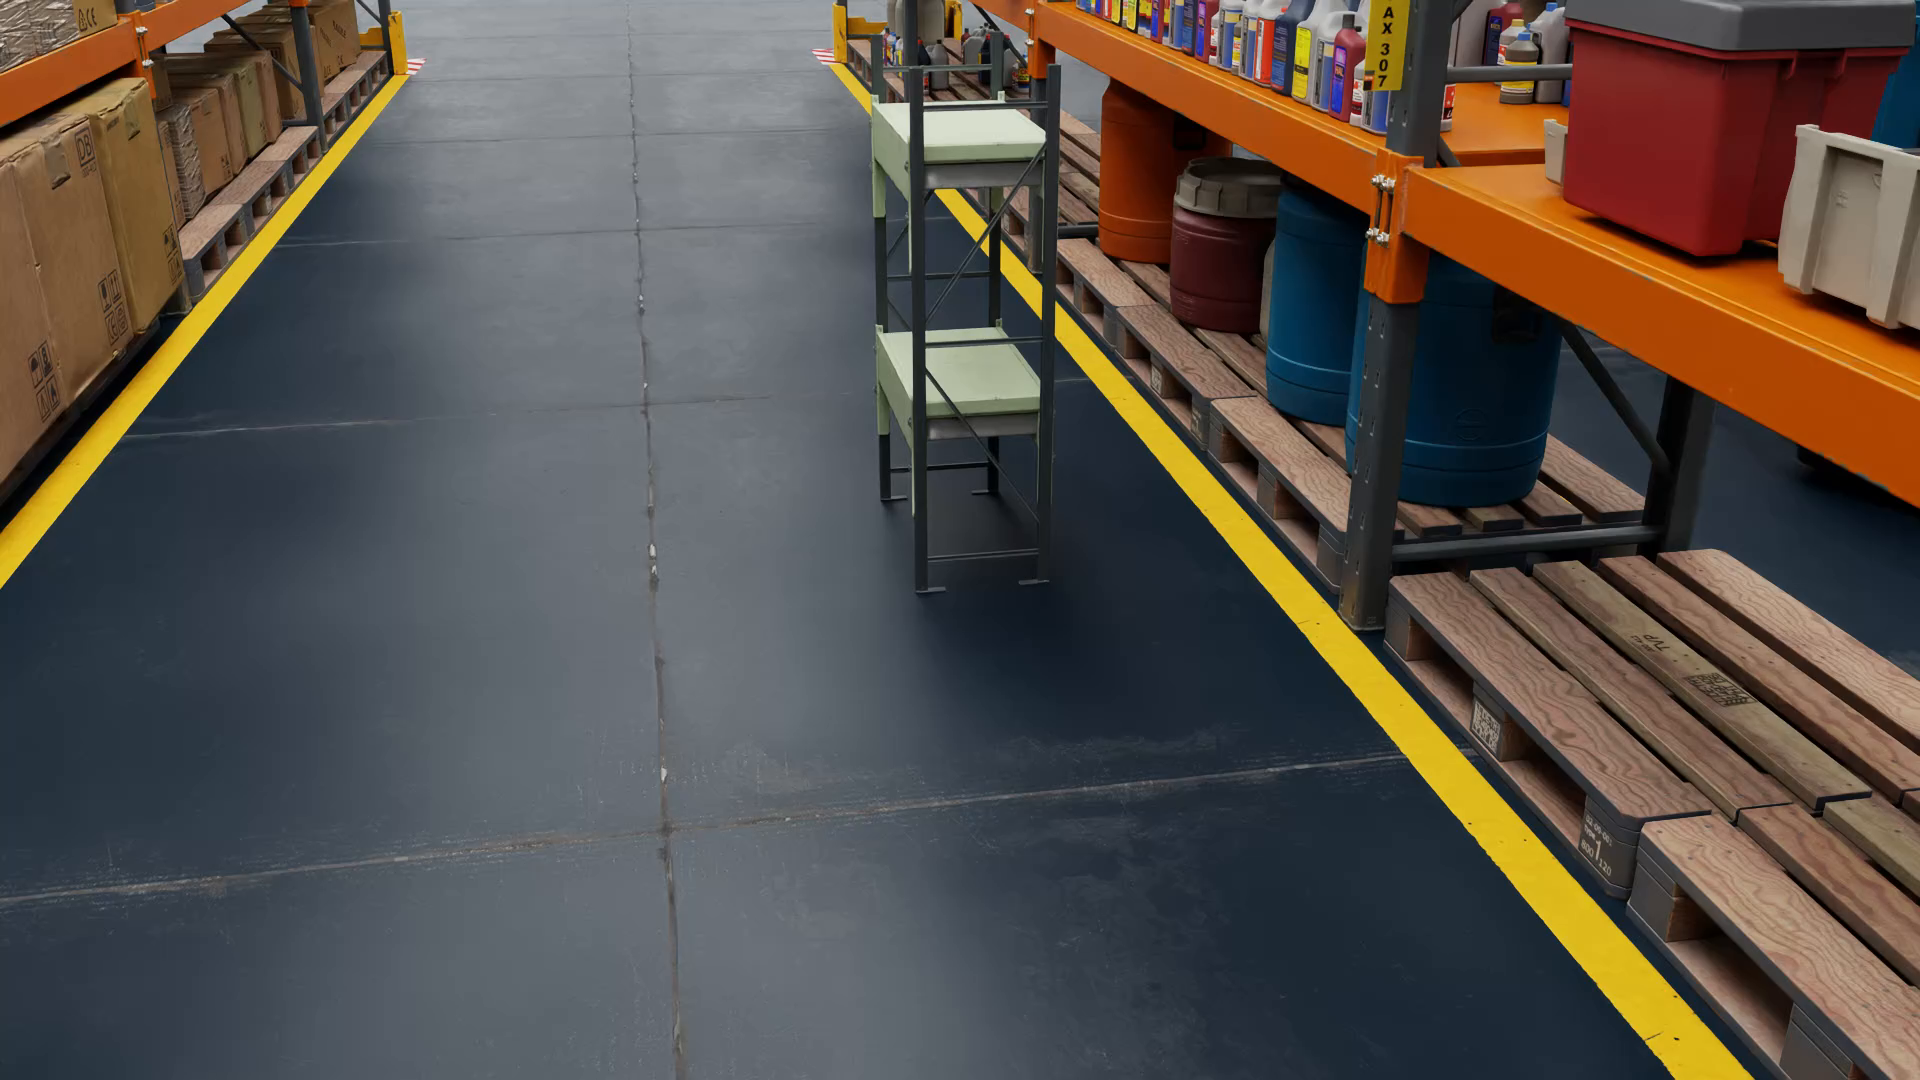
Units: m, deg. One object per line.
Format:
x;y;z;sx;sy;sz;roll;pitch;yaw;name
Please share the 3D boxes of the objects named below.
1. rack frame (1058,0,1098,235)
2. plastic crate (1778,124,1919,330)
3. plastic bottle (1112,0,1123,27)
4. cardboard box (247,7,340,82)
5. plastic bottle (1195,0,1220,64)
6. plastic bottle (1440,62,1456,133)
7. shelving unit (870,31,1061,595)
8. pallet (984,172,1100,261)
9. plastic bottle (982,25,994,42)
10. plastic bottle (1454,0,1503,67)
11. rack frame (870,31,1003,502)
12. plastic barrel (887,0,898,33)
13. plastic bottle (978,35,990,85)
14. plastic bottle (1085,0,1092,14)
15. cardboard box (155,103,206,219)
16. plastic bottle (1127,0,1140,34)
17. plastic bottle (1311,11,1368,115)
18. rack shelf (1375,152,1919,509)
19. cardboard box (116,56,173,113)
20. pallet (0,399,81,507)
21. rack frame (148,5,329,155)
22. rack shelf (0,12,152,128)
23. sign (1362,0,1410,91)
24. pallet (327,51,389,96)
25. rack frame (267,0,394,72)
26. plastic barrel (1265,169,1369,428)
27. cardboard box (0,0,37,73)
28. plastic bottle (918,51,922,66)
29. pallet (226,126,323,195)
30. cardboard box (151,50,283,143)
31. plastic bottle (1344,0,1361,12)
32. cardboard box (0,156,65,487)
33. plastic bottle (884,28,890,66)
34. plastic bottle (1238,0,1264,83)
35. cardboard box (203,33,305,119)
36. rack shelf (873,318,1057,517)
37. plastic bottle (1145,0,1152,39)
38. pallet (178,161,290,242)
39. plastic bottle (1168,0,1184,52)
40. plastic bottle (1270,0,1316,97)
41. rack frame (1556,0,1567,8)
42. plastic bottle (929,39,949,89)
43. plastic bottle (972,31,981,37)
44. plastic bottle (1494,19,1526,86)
0.838;-2.744;7.786;0.949;2.616;0.053;-4;24;-10;rack frame
1.682;-0.530;2.789;0.437;0.282;0.530;-4;24;-10;plastic crate
0.669;-2.259;6.820;0.061;0.283;0.133;-4;24;-10;plastic bottle
-5.165;-3.845;12.903;0.500;0.500;0.500;-2;24;-5;cardboard box
0.874;-1.823;5.821;0.061;0.283;0.133;-4;24;-10;plastic bottle
1.310;-1.228;4.562;0.097;0.201;0.097;0;24;0;plastic bottle
-0.001;-0.690;4.956;0.431;1.500;0.755;-4;24;-10;shelving unit
0.736;-1.774;9.049;1.003;0.211;1.213;-4;24;-10;pallet
0.247;-3.895;13.181;0.144;0.351;0.185;-4;24;-10;plastic bottle
1.699;-1.689;5.524;0.152;0.276;0.135;-4;24;-10;plastic bottle
-0.069;-0.834;5.285;0.400;1.500;0.023;-4;24;-10;rack frame
-0.441;-4.690;14.825;0.421;0.512;0.421;0;24;0;plastic barrel
0.219;-3.643;12.604;0.144;0.351;0.185;-4;24;-10;plastic bottle
0.598;-2.444;7.259;0.097;0.271;0.097;0;24;0;plastic bottle
-4.285;-1.913;8.457;0.700;0.500;0.500;-6;24;-14;cardboard box
0.712;-2.168;6.612;0.061;0.283;0.133;-4;24;-10;plastic bottle
1.123;-1.389;4.838;0.152;0.276;0.135;-4;24;-10;plastic bottle
1.951;-0.055;2.527;1.077;0.370;4.000;-4;24;-10;rack shelf
-4.288;-2.247;8.284;0.500;0.250;0.500;-2;24;-4;cardboard box
-3.732;-0.306;5.686;1.003;0.211;1.213;-4;24;-10;pallet
-4.766;-3.951;10.550;1.000;3.000;0.127;-4;24;-10;rack frame
-3.656;-1.262;5.290;1.077;0.370;4.000;-4;24;-10;rack shelf
1.040;-1.258;4.037;0.100;0.325;0.005;-4;24;-10;sign
-5.376;-3.895;13.904;1.003;0.211;1.213;-4;24;-10;pallet
-5.506;-5.525;14.152;1.000;3.000;0.127;-4;24;-10;rack frame
1.366;-0.896;5.651;0.600;0.901;0.708;-4;24;-10;plastic barrel
-3.506;-1.848;5.608;0.500;0.500;0.500;-5;24;-11;cardboard box
-0.311;-3.440;12.222;0.061;0.283;0.133;-3;24;-7;plastic bottle
-4.620;-2.367;10.407;1.003;0.211;1.213;-4;24;-10;pallet
-4.673;-2.764;10.405;0.700;0.500;0.500;-6;24;-14;cardboard box
1.197;-1.569;5.157;0.144;0.351;0.185;-4;24;-10;plastic bottle
-3.591;-0.625;5.064;1.225;0.875;0.875;-5;24;-12;cardboard box
-0.585;-4.022;13.554;0.061;0.283;0.133;-4;24;-9;plastic bottle
1.005;-1.641;5.413;0.152;0.276;0.135;-4;24;-10;plastic bottle
-7.571;-4.042;11.931;5.628;1.640;3.313;-4;24;-10;cardboard box
-0.001;-0.391;5.086;0.431;0.370;0.720;-4;24;-10;rack shelf
0.769;-2.080;6.426;0.097;0.271;0.097;0;24;0;plastic bottle
-4.391;-1.887;9.306;1.003;0.211;1.213;-4;24;-10;pallet
0.860;-1.948;6.118;0.152;0.276;0.135;-4;24;-10;plastic bottle
1.055;-1.559;5.133;0.144;0.351;0.185;-4;24;-10;plastic bottle
4.970;-4.683;12.225;1.000;3.000;0.127;-4;24;-10;rack frame
-0.159;-3.548;12.387;0.144;0.351;0.185;-4;24;-10;plastic bottle
0.178;-3.999;13.512;0.152;0.276;0.135;-5;24;-11;plastic bottle
1.772;-1.559;5.319;0.097;0.201;0.097;0;24;0;plastic bottle
